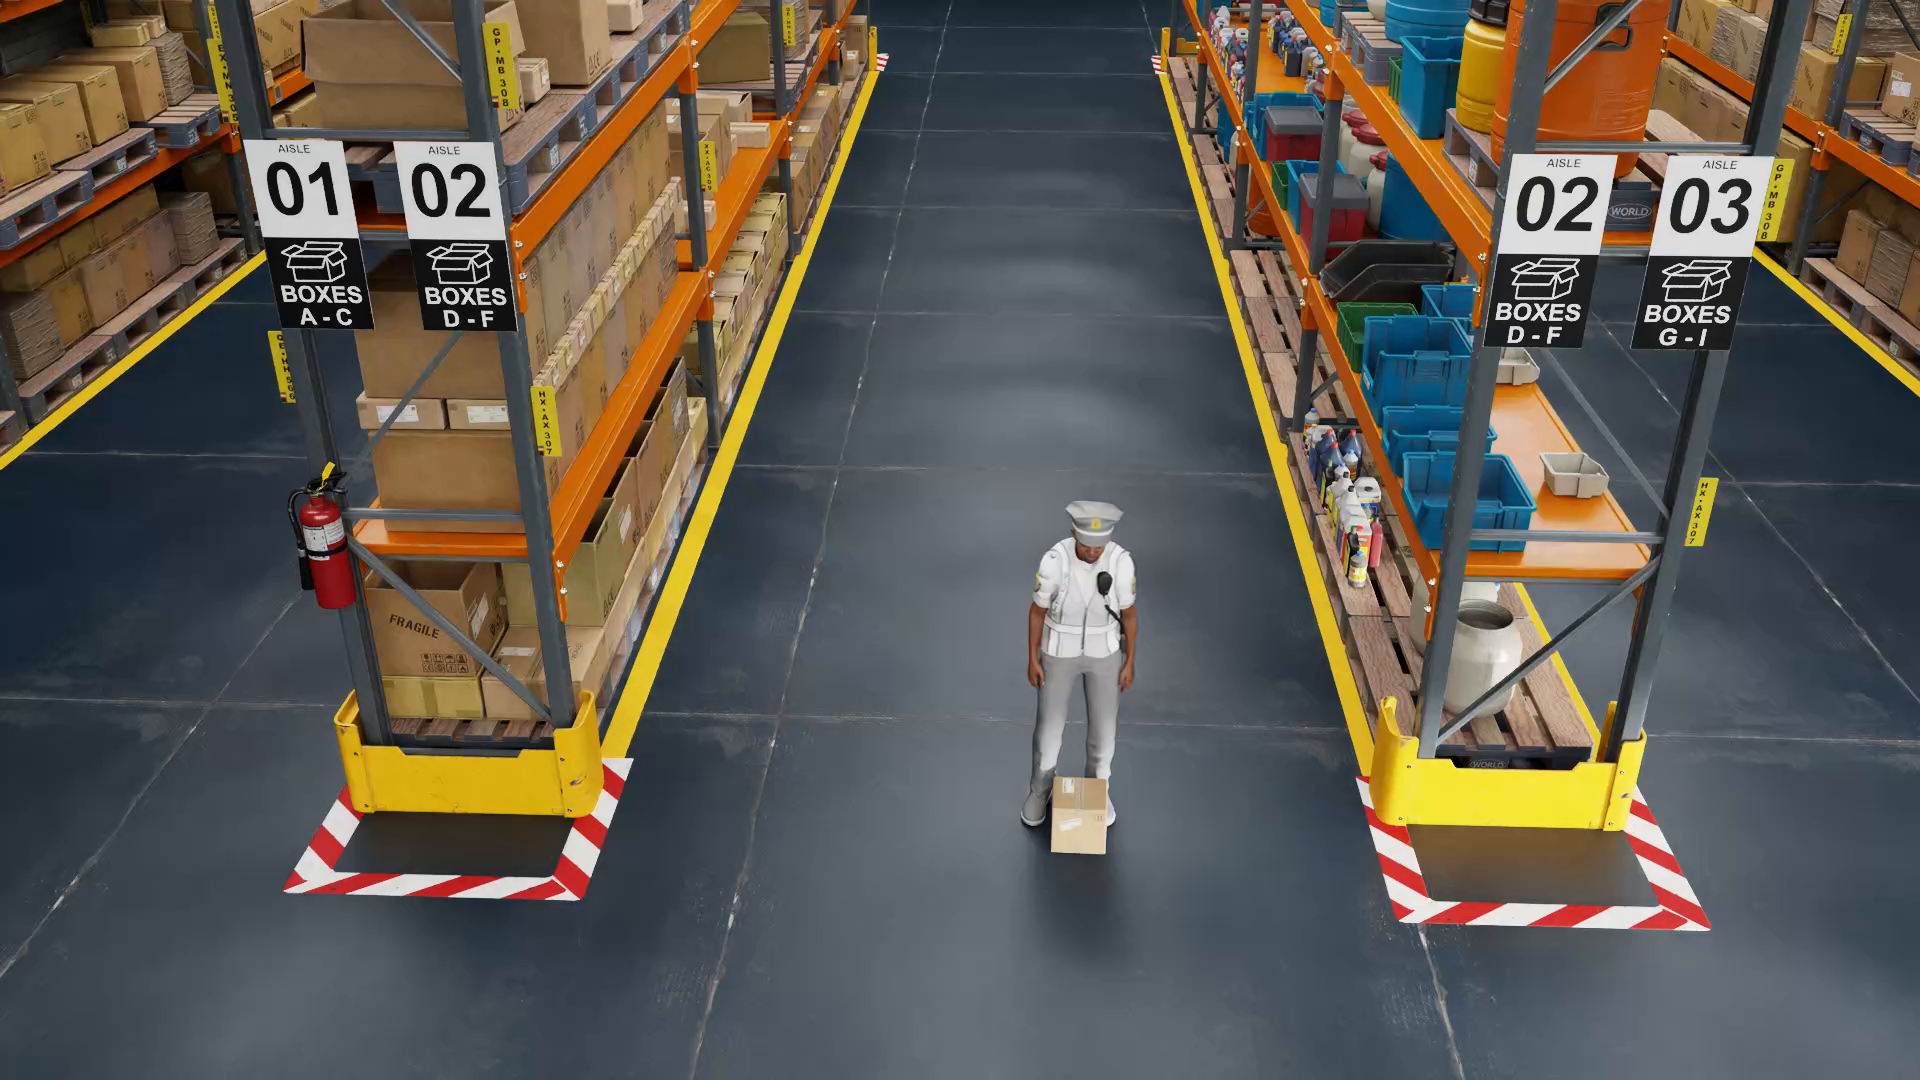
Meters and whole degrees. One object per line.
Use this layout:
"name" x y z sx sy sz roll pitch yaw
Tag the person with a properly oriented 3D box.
"person" 0.548 0.550 7.595 0.512 1.657 0.399 1 28 1
